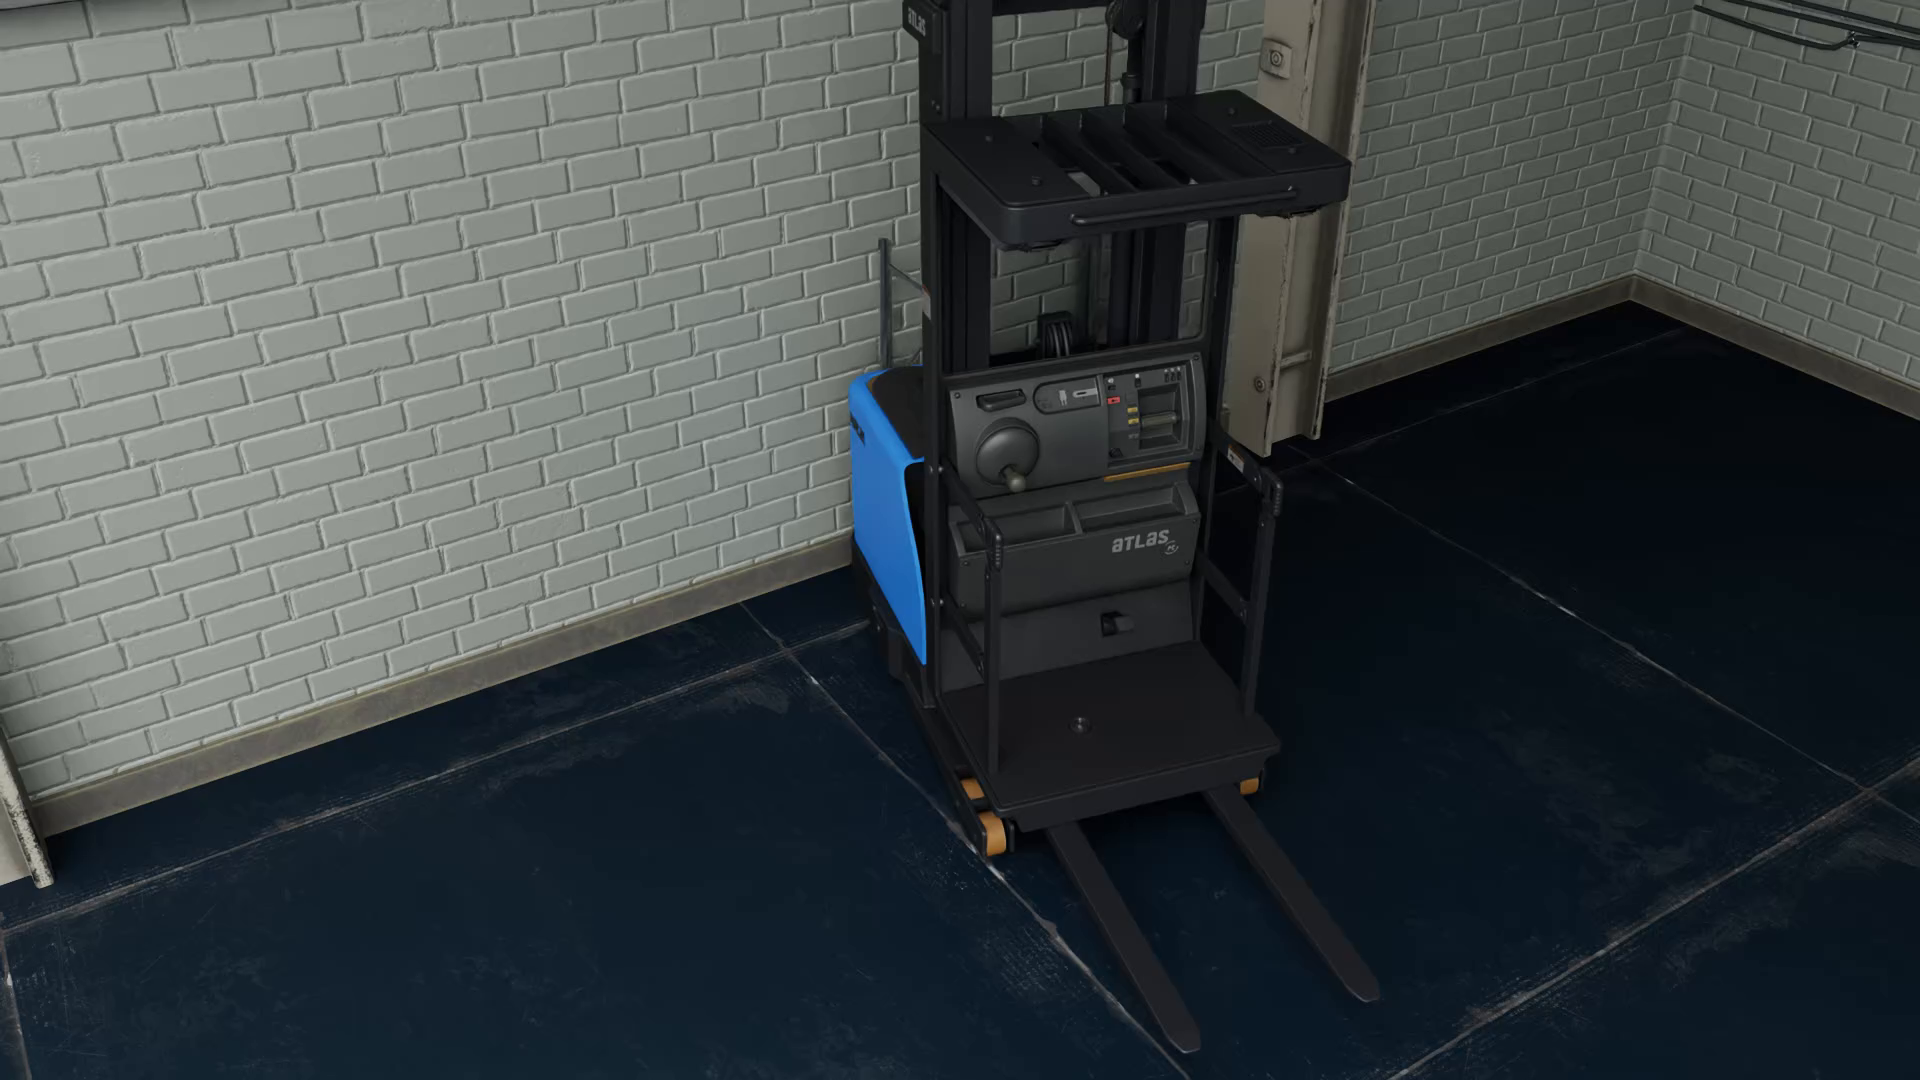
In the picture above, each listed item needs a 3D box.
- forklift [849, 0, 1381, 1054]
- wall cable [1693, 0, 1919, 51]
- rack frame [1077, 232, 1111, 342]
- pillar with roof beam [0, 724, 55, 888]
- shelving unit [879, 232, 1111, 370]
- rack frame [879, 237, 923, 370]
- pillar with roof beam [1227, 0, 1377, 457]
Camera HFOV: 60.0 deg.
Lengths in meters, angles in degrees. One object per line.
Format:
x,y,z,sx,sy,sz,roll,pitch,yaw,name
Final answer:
0.487,-0.353,5.562,1.130,2.935,3.031,-10,34,-16,forklift
4.808,-3.294,7.447,0.112,2.526,3.097,-19,37,-27,wall cable
0.678,-0.756,7.529,0.032,1.500,0.500,-16,35,-26,rack frame
-1.095,-0.683,0.399,0.400,9.000,9.100,-19,37,-27,pillar with roof beam
0.230,-0.624,7.306,1.083,1.500,0.587,-16,35,-26,shelving unit
-0.202,-0.497,7.091,0.032,1.500,0.500,-16,35,-26,rack frame
3.948,-2.418,3.148,0.400,9.000,9.100,-19,37,-27,pillar with roof beam
